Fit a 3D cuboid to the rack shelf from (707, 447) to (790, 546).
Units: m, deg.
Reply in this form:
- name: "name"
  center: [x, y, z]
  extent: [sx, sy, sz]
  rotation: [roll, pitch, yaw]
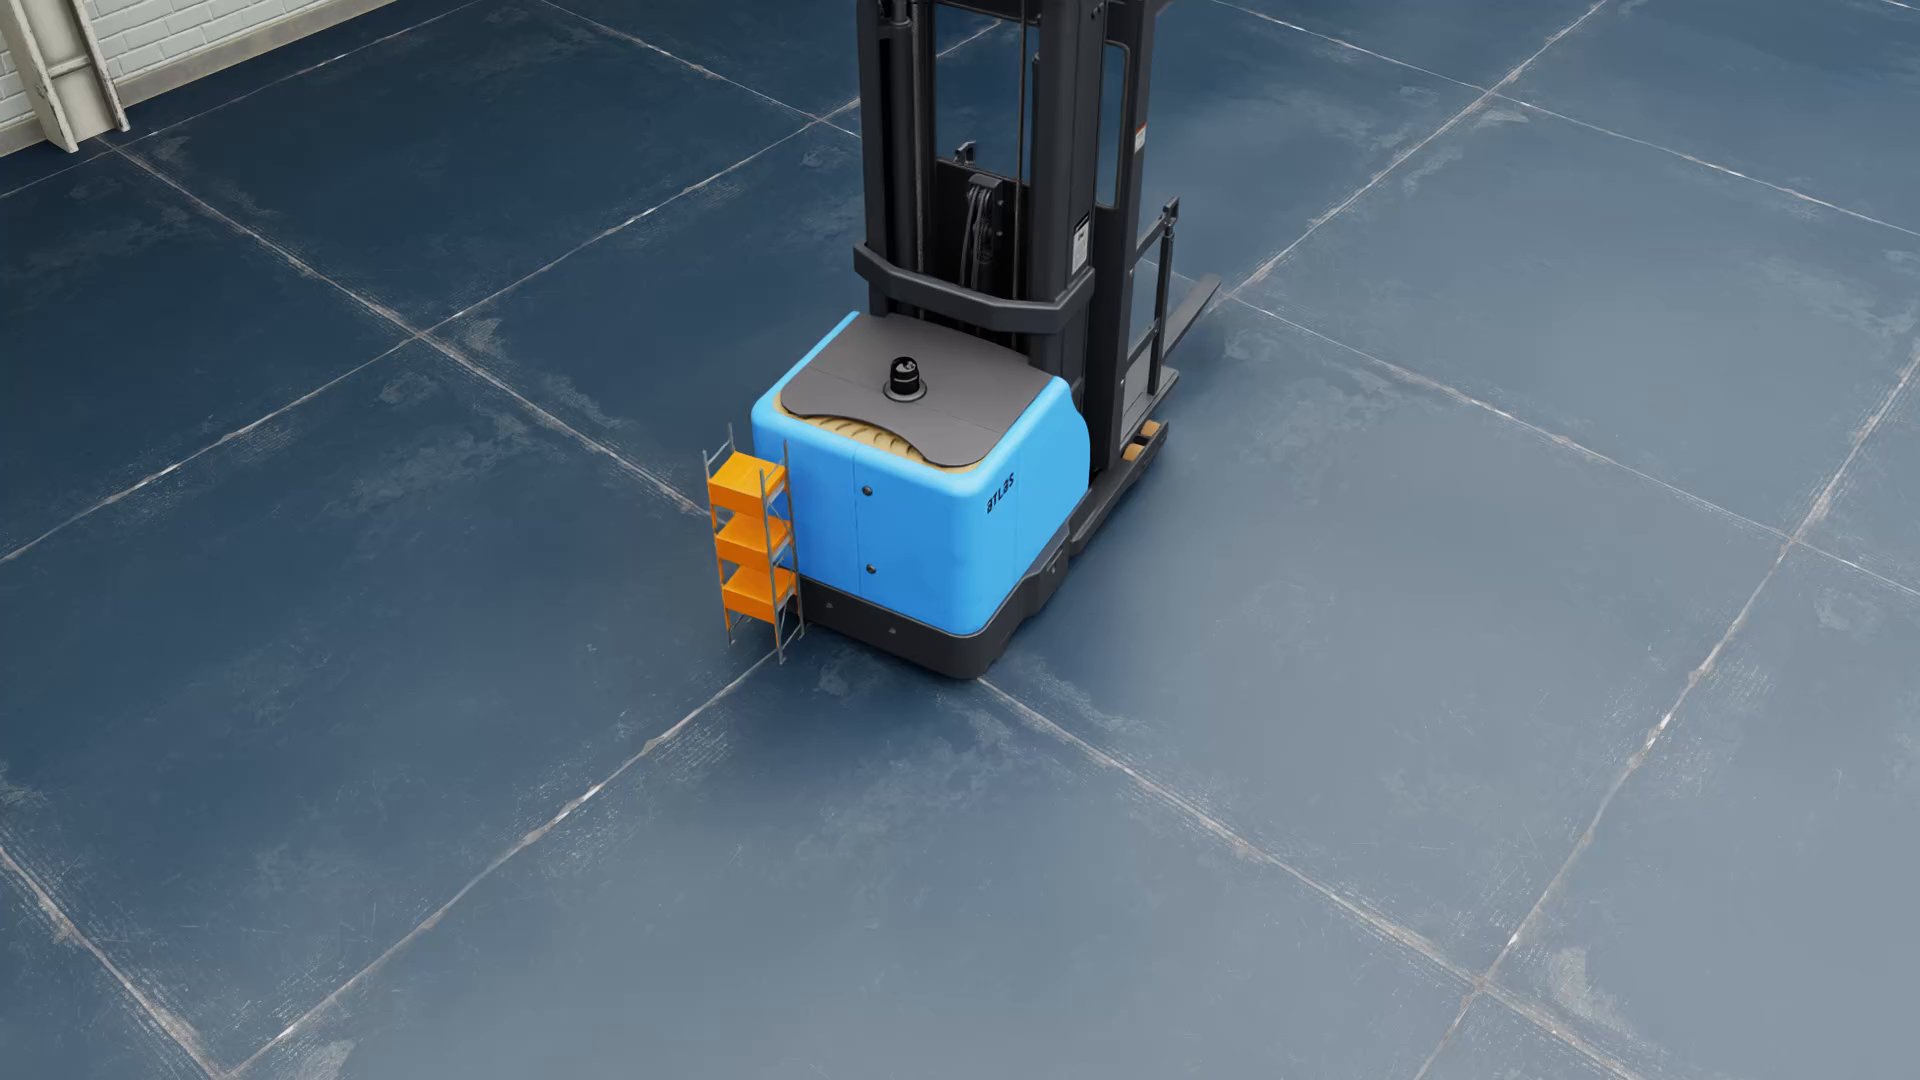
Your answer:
- name: "rack shelf"
  center: [-0.810, -0.168, 6.431]
  extent: [0.240, 0.259, 0.215]
  rotation: [17, 45, 18]

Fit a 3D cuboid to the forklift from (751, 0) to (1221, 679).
- name: "forklift"
  center: [0.327, -1.506, 6.910]
  extent: [1.130, 2.935, 3.031]
  rotation: [20, 46, 21]

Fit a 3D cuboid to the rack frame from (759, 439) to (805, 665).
- name: "rack frame"
  center: [-0.699, 0.068, 6.577]
  extent: [0.008, 1.050, 0.200]
  rotation: [17, 45, 18]

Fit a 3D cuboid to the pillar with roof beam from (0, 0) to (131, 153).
- name: "pillar with roof beam"
  center: [-2.040, -3.957, 5.095]
  extent: [9.100, 9.000, 0.400]
  rotation: [29, 50, 28]

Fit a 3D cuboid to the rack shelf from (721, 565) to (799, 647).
- name: "rack shelf"
  center: [-0.810, 0.247, 6.809]
  extent: [0.240, 0.259, 0.215]
  rotation: [17, 45, 18]

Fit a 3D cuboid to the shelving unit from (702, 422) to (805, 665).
- name: "shelving unit"
  center: [-0.810, 0.034, 6.615]
  extent: [0.252, 1.050, 0.215]
  rotation: [17, 45, 18]

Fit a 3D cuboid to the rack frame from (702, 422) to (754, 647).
- name: "rack frame"
  center: [-0.921, -0.001, 6.653]
  extent: [0.008, 1.050, 0.200]
  rotation: [17, 45, 18]

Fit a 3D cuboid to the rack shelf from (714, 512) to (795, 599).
- name: "rack shelf"
  center: [-0.810, 0.041, 6.622]
  extent: [0.240, 0.259, 0.215]
  rotation: [17, 45, 18]
